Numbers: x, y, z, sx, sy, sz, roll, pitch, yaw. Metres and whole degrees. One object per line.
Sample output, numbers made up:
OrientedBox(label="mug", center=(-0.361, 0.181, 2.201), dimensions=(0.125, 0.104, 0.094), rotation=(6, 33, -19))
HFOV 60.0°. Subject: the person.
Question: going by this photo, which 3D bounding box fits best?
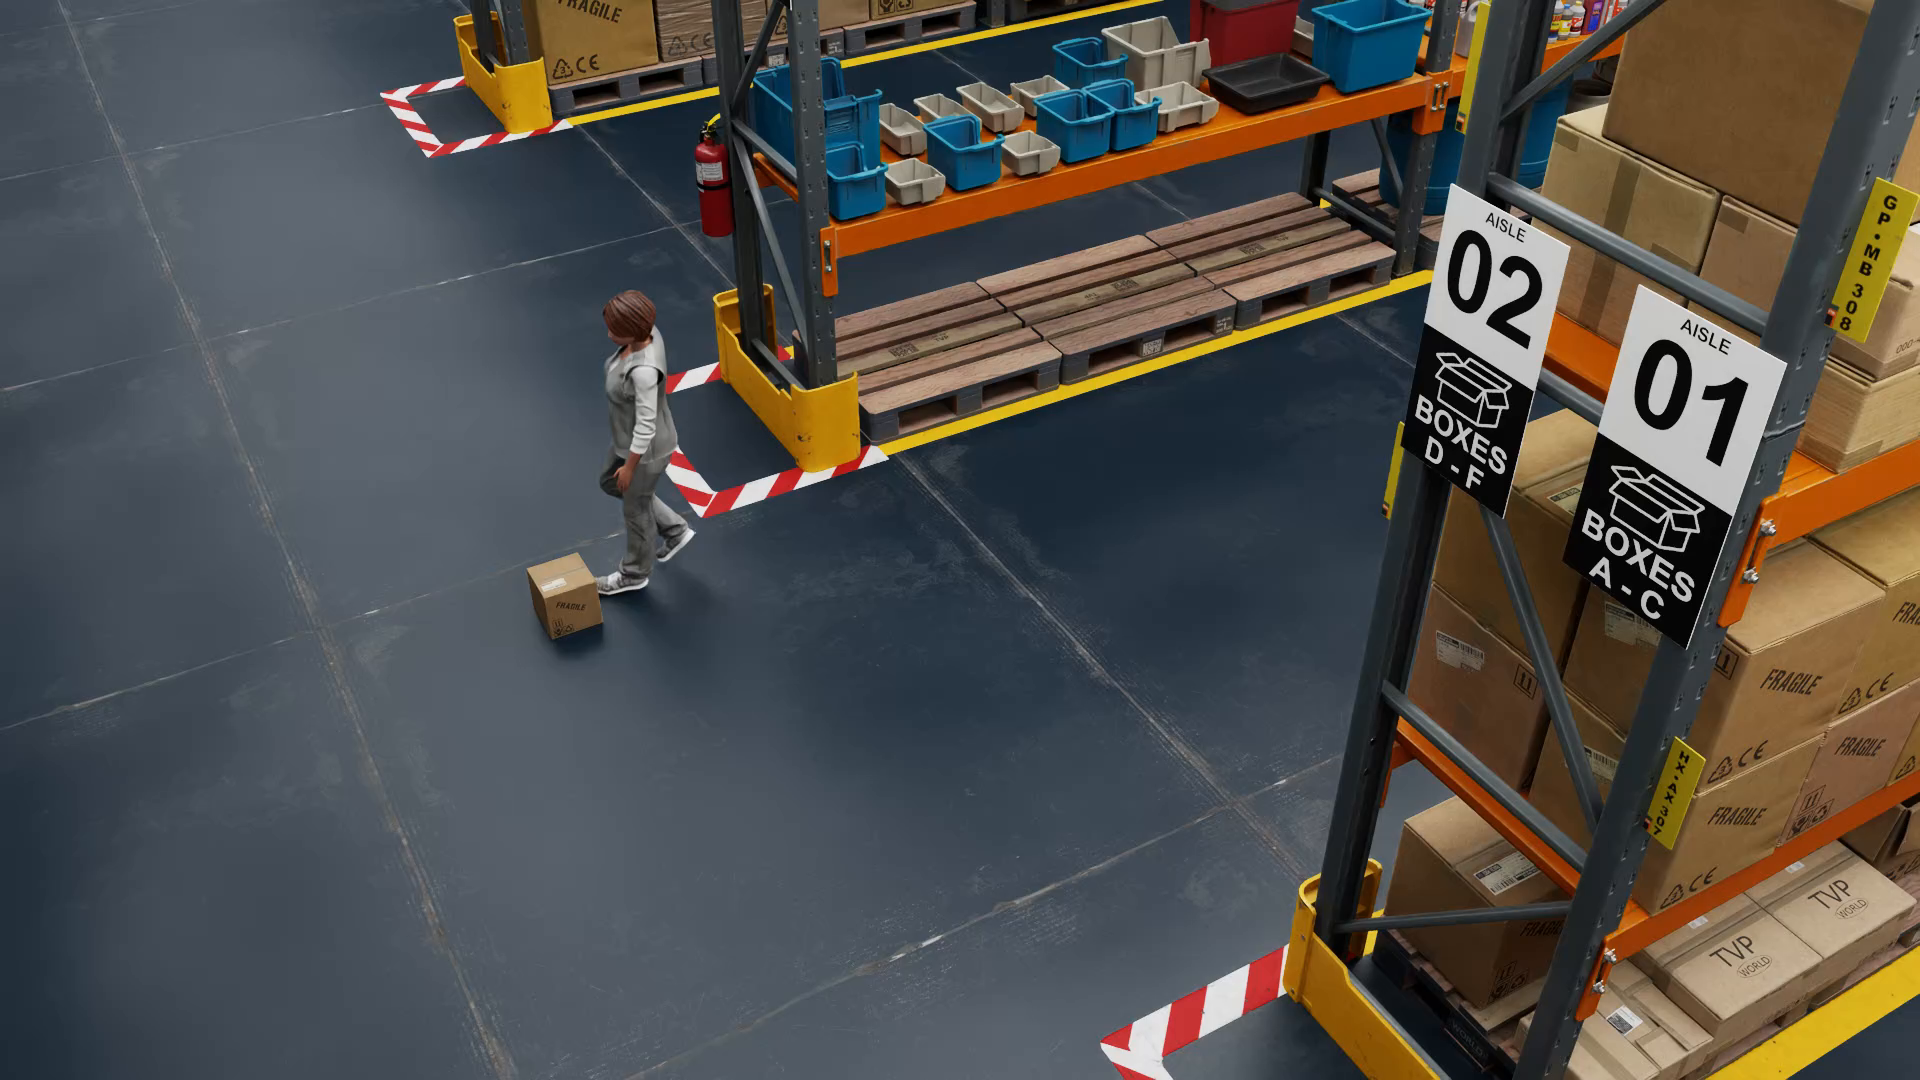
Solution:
OrientedBox(label="person", center=(-1.496, -0.413, 7.454), dimensions=(0.515, 1.593, 0.469), rotation=(-8, 38, -10))
